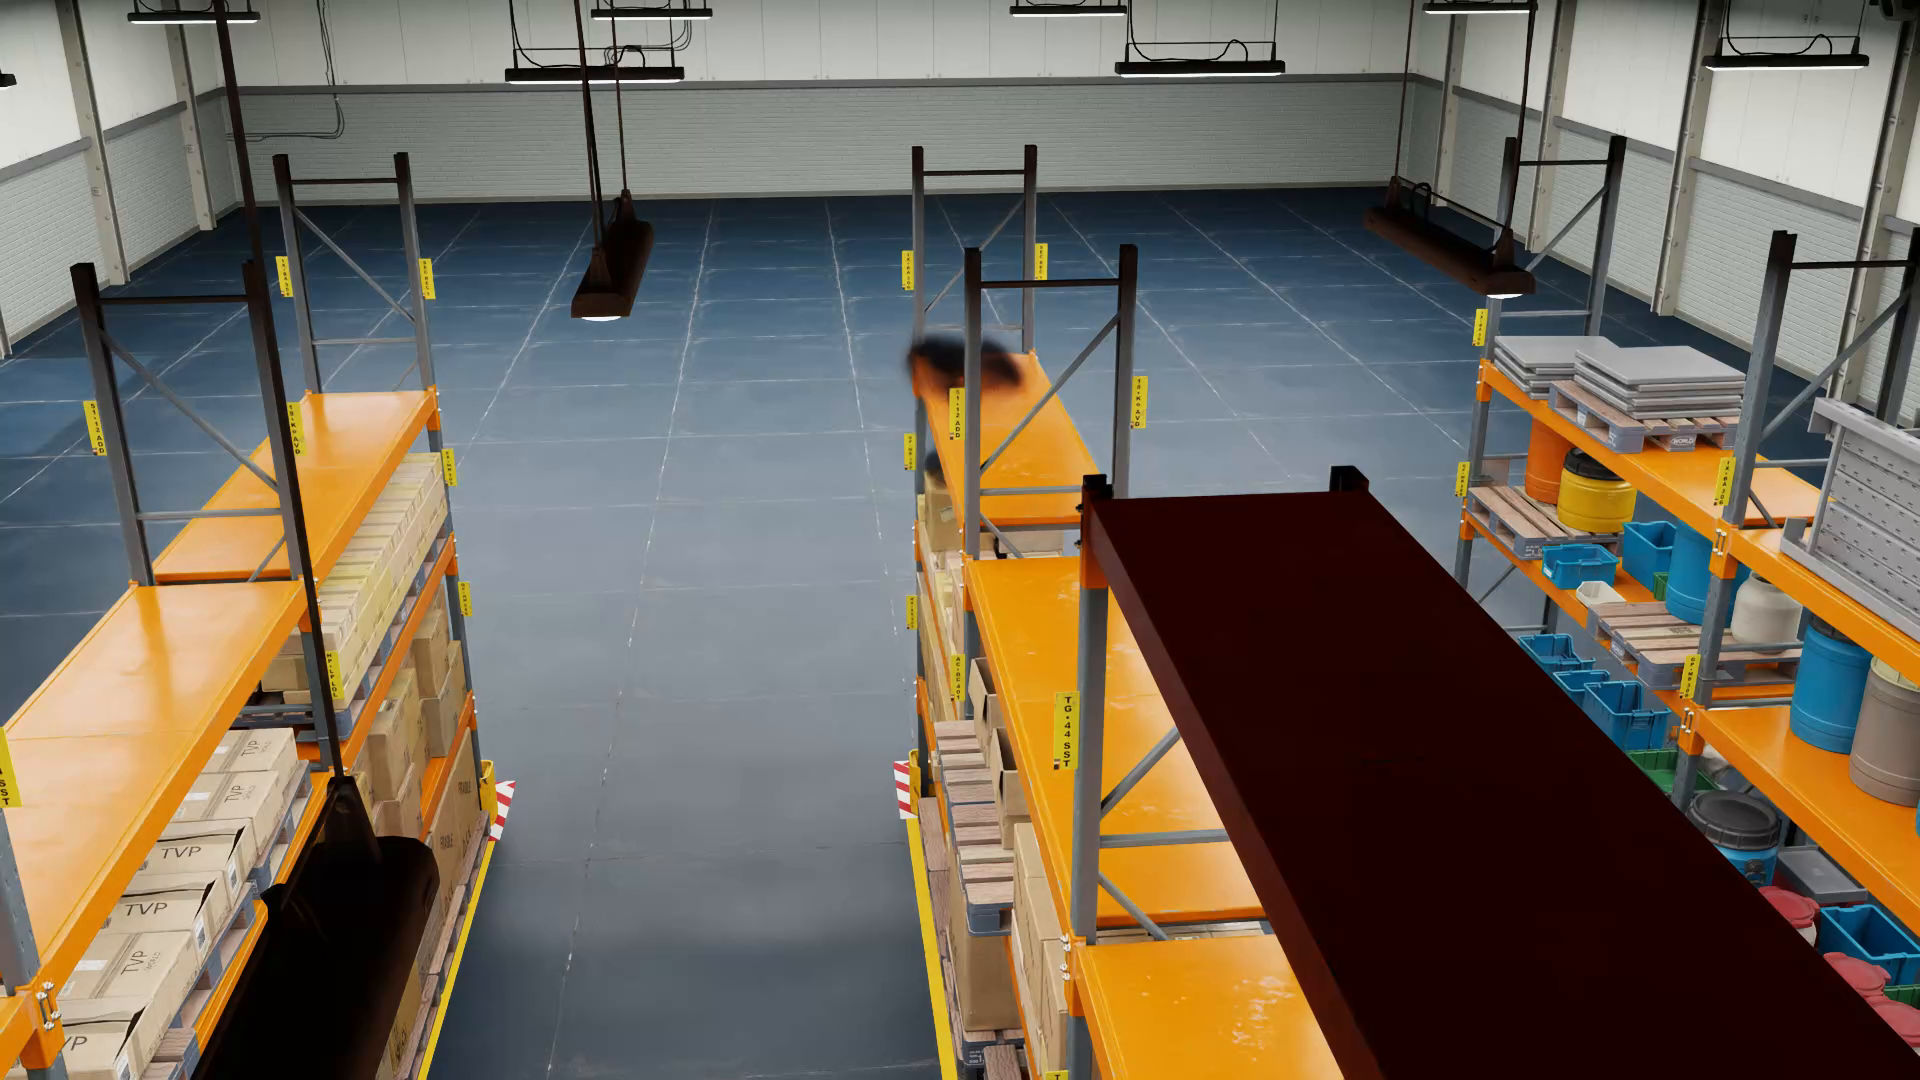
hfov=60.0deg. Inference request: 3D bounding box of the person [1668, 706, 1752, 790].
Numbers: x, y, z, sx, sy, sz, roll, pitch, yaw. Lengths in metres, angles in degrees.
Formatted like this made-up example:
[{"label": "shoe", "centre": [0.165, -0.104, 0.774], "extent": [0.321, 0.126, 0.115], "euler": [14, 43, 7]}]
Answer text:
[{"label": "person", "centre": [6.721, 1.875, 14.795], "extent": [0.725, 1.567, 0.941], "euler": [-10, 24, -24]}]
